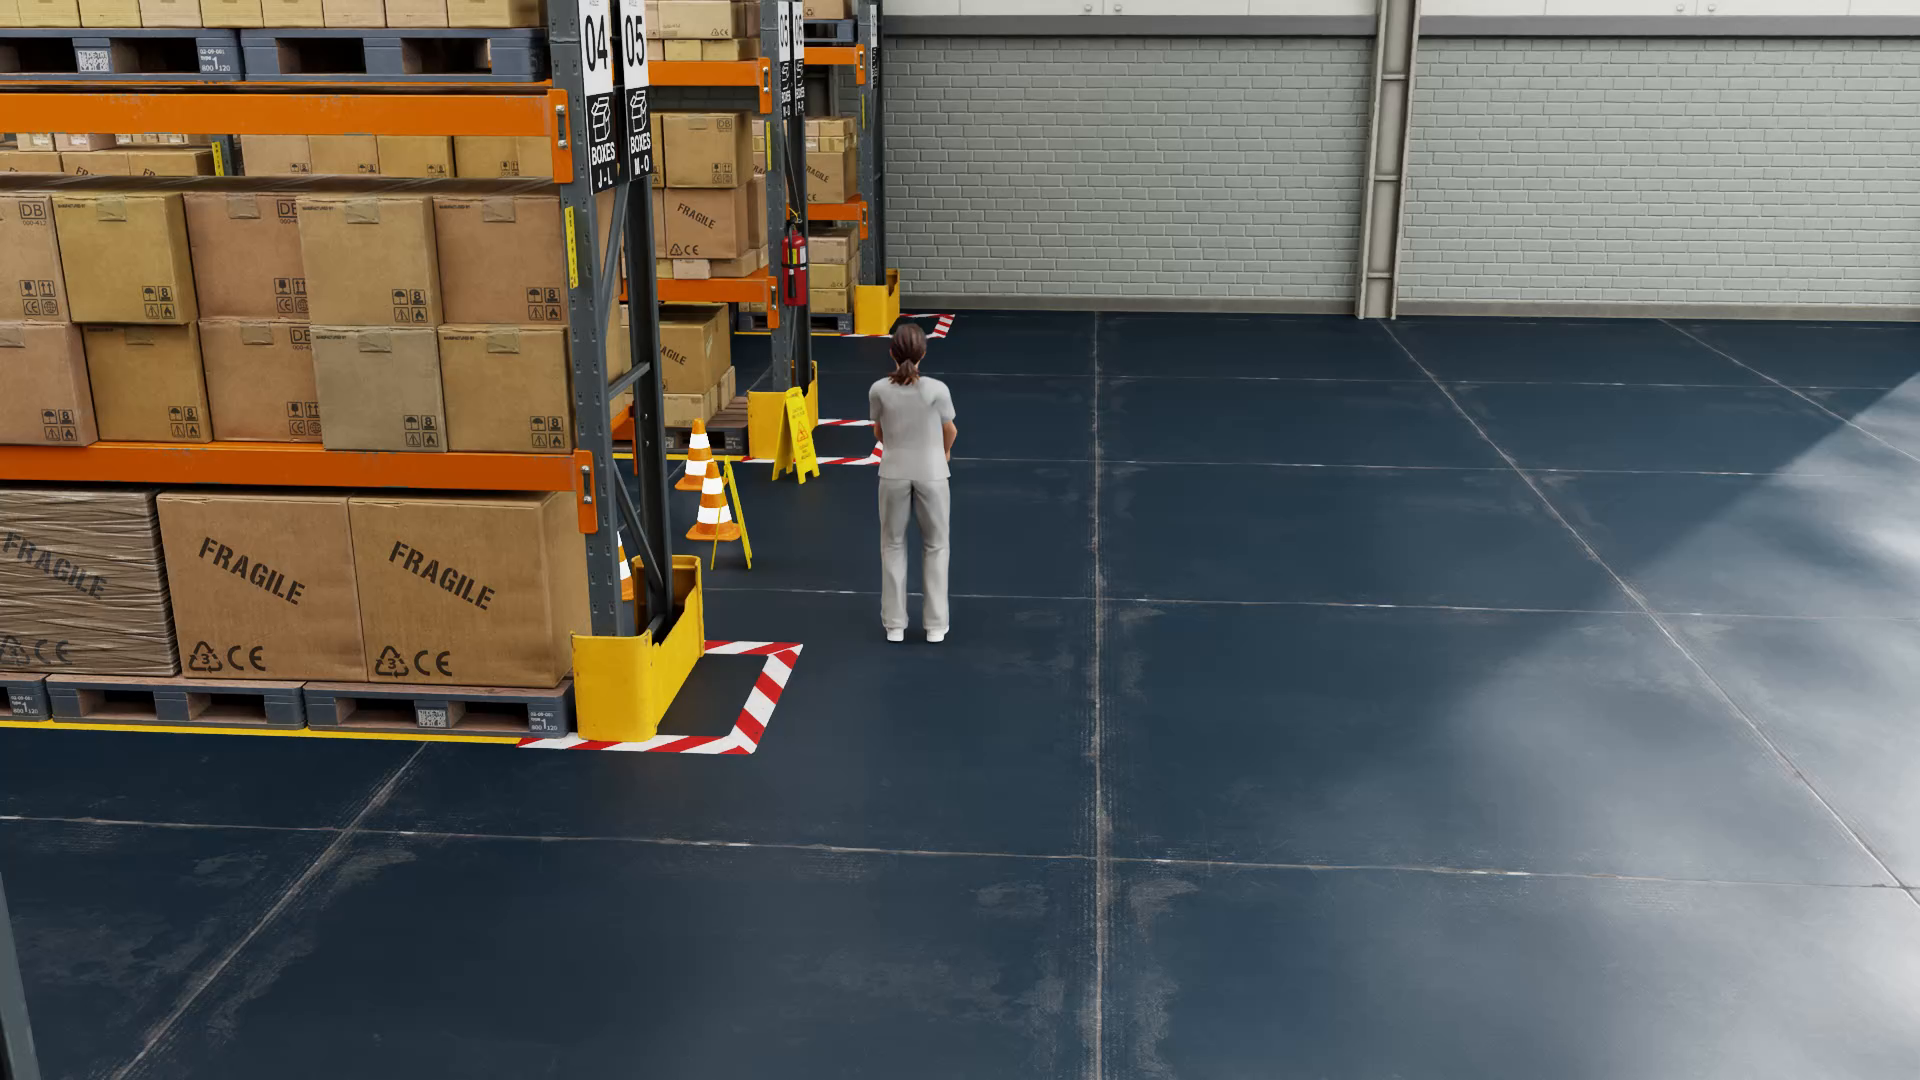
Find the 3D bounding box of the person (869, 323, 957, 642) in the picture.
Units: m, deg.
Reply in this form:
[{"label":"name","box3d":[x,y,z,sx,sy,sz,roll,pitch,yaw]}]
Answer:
[{"label":"person","box3d":[-0.233,-0.309,8.550,0.436,1.664,0.558,2,18,5]}]
